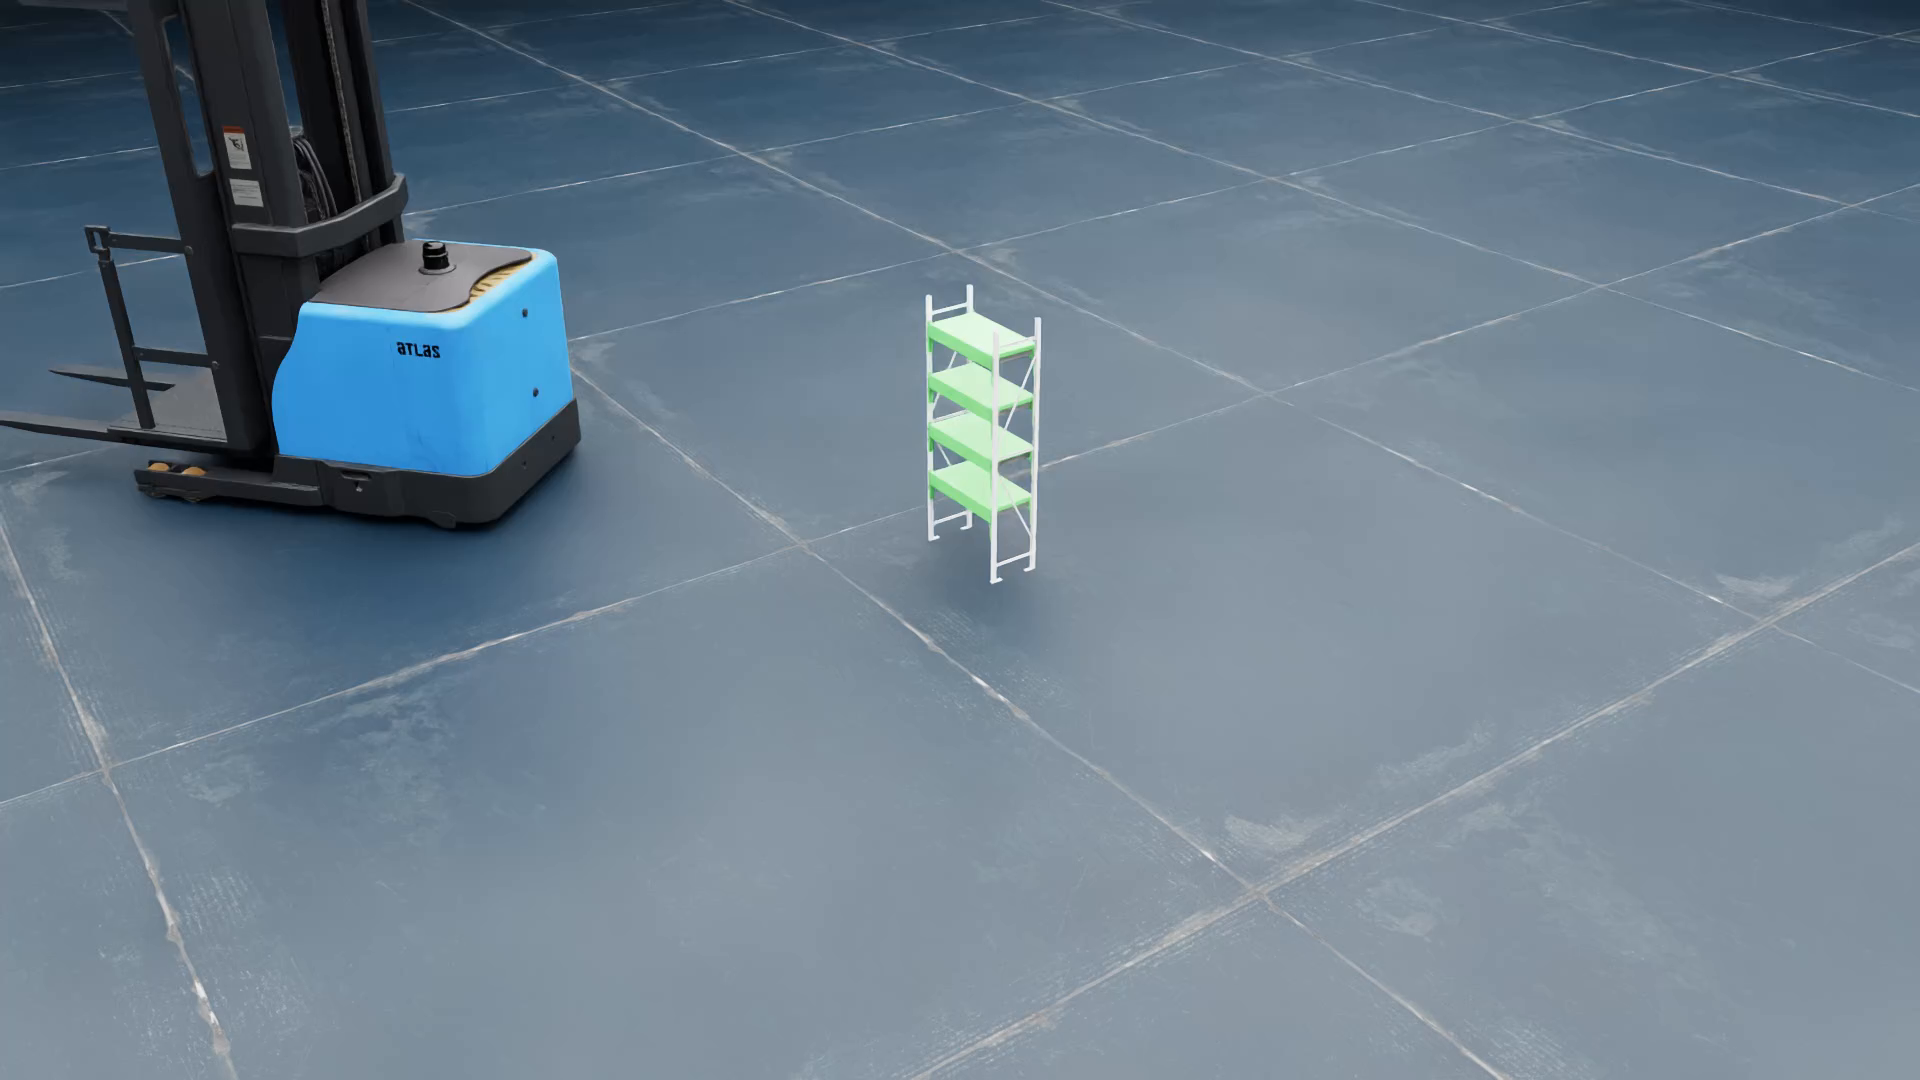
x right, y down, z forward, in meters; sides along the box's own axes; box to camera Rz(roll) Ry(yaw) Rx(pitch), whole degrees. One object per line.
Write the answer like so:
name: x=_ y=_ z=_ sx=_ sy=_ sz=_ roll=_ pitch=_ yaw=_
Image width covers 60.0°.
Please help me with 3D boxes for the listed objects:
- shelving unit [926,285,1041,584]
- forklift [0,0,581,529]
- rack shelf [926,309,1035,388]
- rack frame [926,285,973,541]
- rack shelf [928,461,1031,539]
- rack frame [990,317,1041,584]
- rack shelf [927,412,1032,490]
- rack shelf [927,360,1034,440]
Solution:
shelving unit: x=0.096 y=-0.463 z=7.345 sx=0.258 sy=1.200 sz=0.503 roll=-19 pitch=34 yaw=-31
forklift: x=-3.522 y=-1.709 z=7.826 sx=3.031 sy=2.935 sz=1.130 roll=7 pitch=29 yaw=12
rack shelf: x=0.096 y=-0.829 z=7.147 sx=0.258 sy=0.148 sz=0.480 roll=-19 pitch=34 yaw=-31
rack frame: x=-0.046 y=-0.558 z=7.520 sx=0.240 sy=1.200 sz=0.015 roll=-19 pitch=34 yaw=-31
rack shelf: x=0.096 y=-0.196 z=7.490 sx=0.258 sy=0.148 sz=0.480 roll=-19 pitch=34 yaw=-31
rack frame: x=0.238 y=-0.368 z=7.170 sx=0.240 sy=1.200 sz=0.015 roll=-19 pitch=34 yaw=-31
rack shelf: x=0.096 y=-0.407 z=7.376 sx=0.258 sy=0.148 sz=0.480 roll=-19 pitch=34 yaw=-31
rack shelf: x=0.096 y=-0.618 z=7.261 sx=0.258 sy=0.148 sz=0.480 roll=-19 pitch=34 yaw=-31
